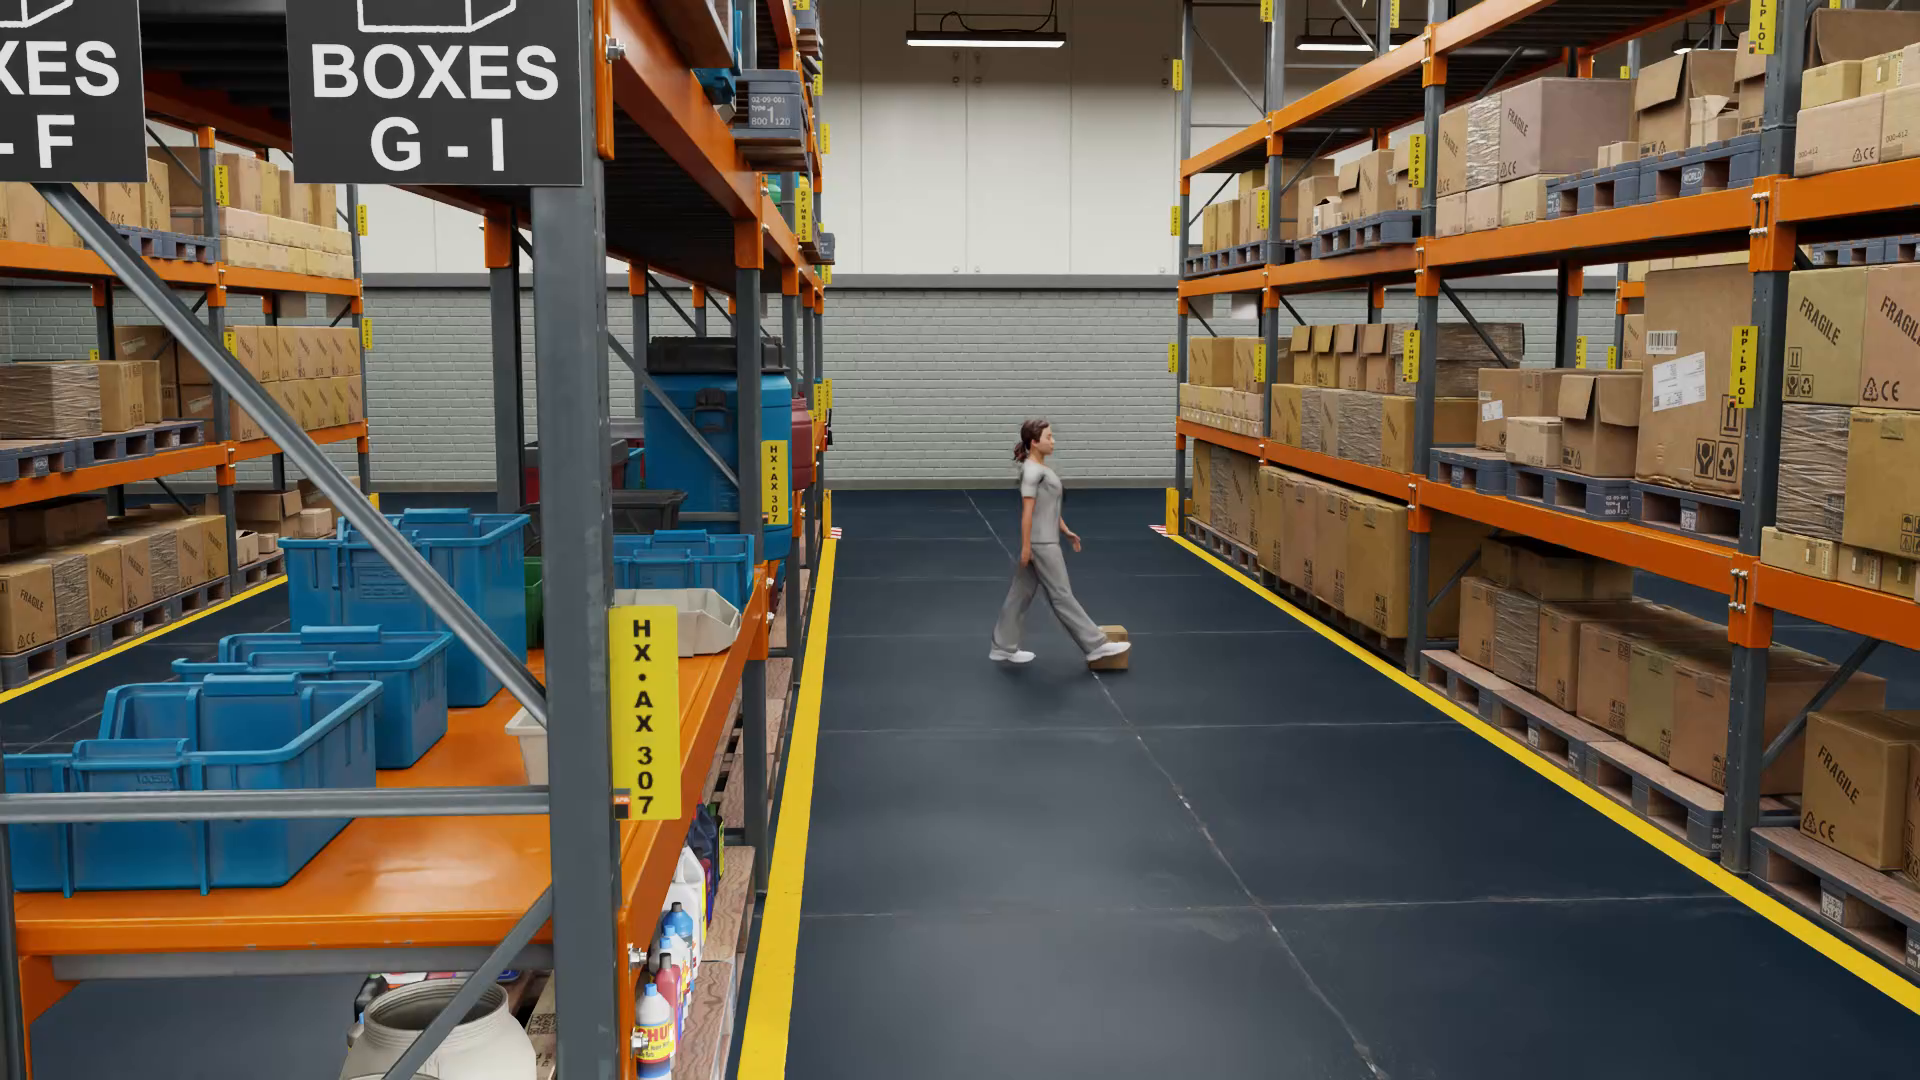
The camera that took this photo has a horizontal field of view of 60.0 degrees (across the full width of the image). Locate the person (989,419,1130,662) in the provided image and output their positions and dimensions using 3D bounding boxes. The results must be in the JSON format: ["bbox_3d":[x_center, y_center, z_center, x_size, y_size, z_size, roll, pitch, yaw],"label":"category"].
[{"bbox_3d":[0.662,0.012,11.092,0.939,1.630,0.450,0,7,1],"label":"person"}]
